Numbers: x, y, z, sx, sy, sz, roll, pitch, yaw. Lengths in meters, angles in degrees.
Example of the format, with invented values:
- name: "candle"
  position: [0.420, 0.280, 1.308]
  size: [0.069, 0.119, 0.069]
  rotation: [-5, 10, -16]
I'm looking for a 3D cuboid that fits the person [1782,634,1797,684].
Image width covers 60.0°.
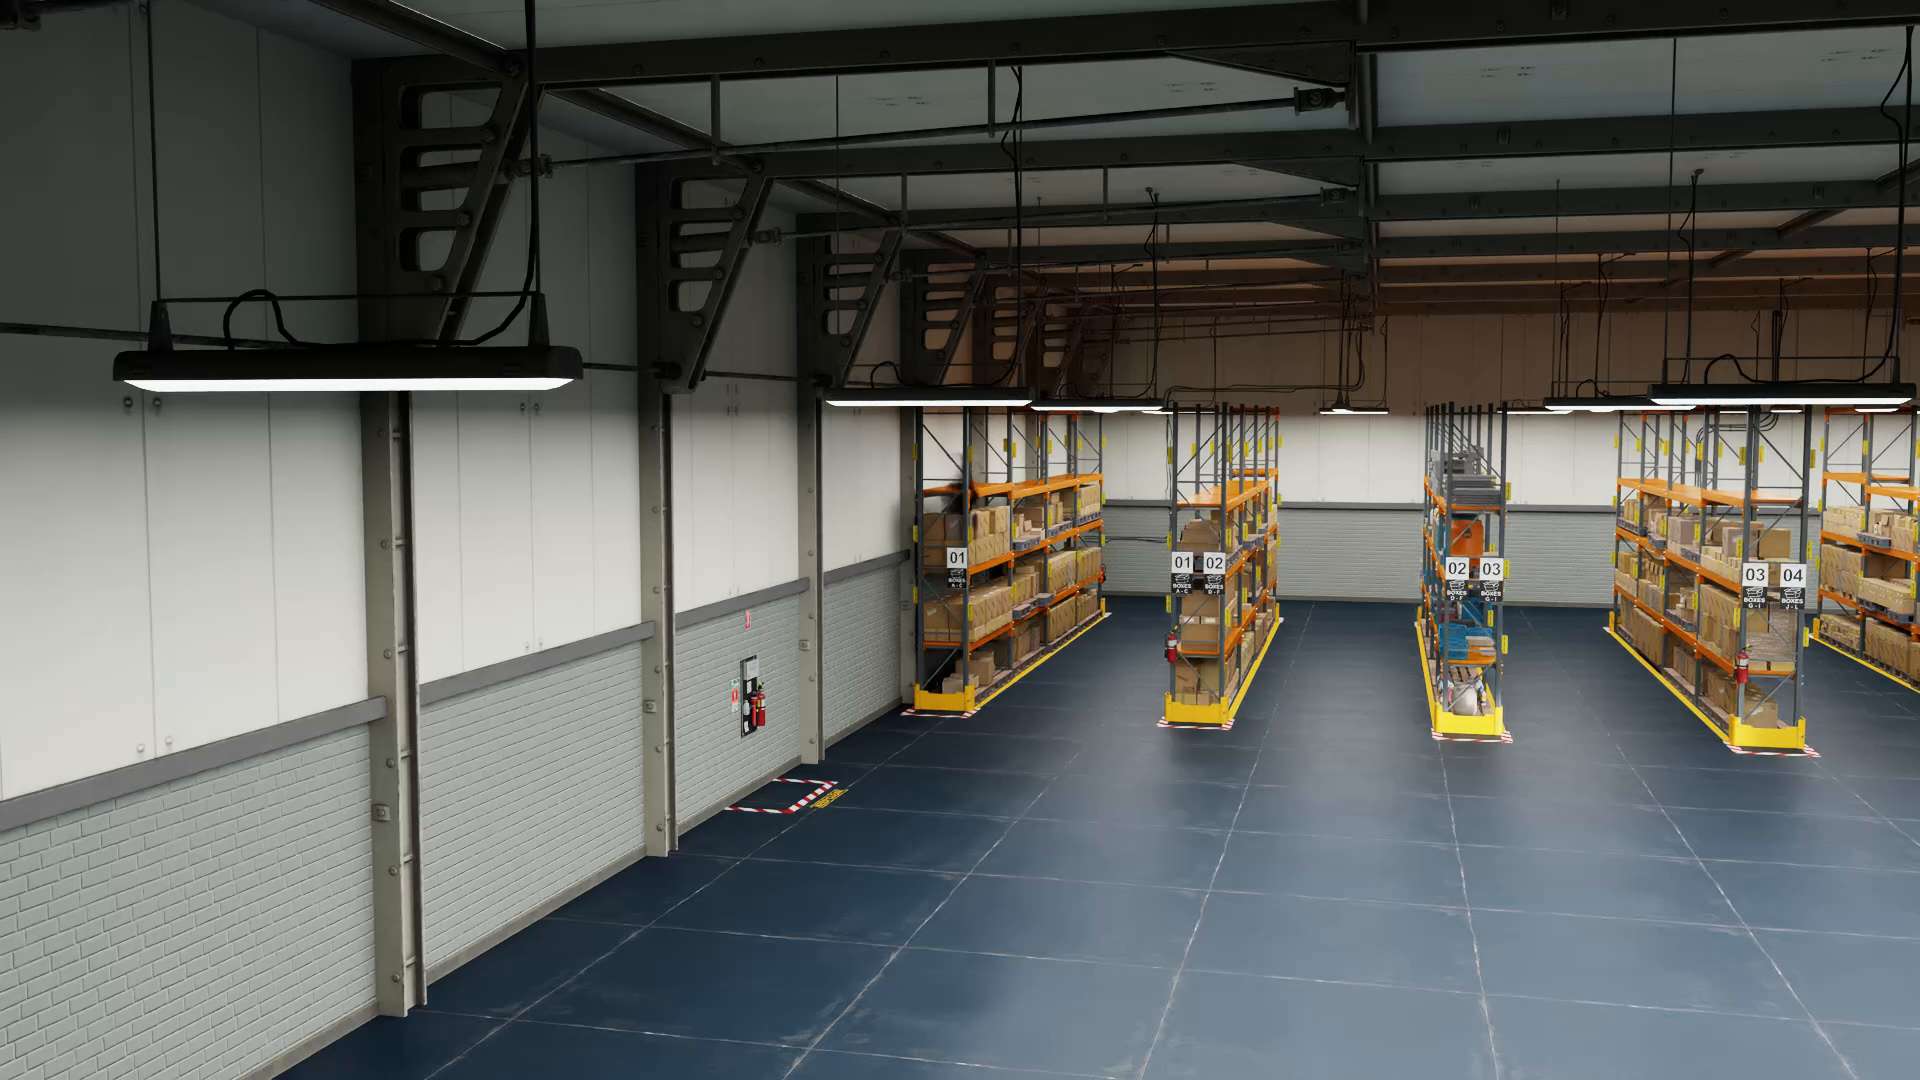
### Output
- name: "person"
  position: [17.867, 2.222, 36.167]
  size: [0.698, 1.733, 1.036]
  rotation: [0, 4, 3]

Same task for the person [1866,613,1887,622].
- name: "person"
  position: [24.751, 1.507, 45.022]
  size: [0.865, 1.845, 0.676]
  rotation: [-2, 5, -23]

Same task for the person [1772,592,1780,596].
- name: "person"
  position: [20.742, 1.800, 42.246]
  size: [0.568, 1.634, 0.660]
  rotation: [1, 4, 18]
